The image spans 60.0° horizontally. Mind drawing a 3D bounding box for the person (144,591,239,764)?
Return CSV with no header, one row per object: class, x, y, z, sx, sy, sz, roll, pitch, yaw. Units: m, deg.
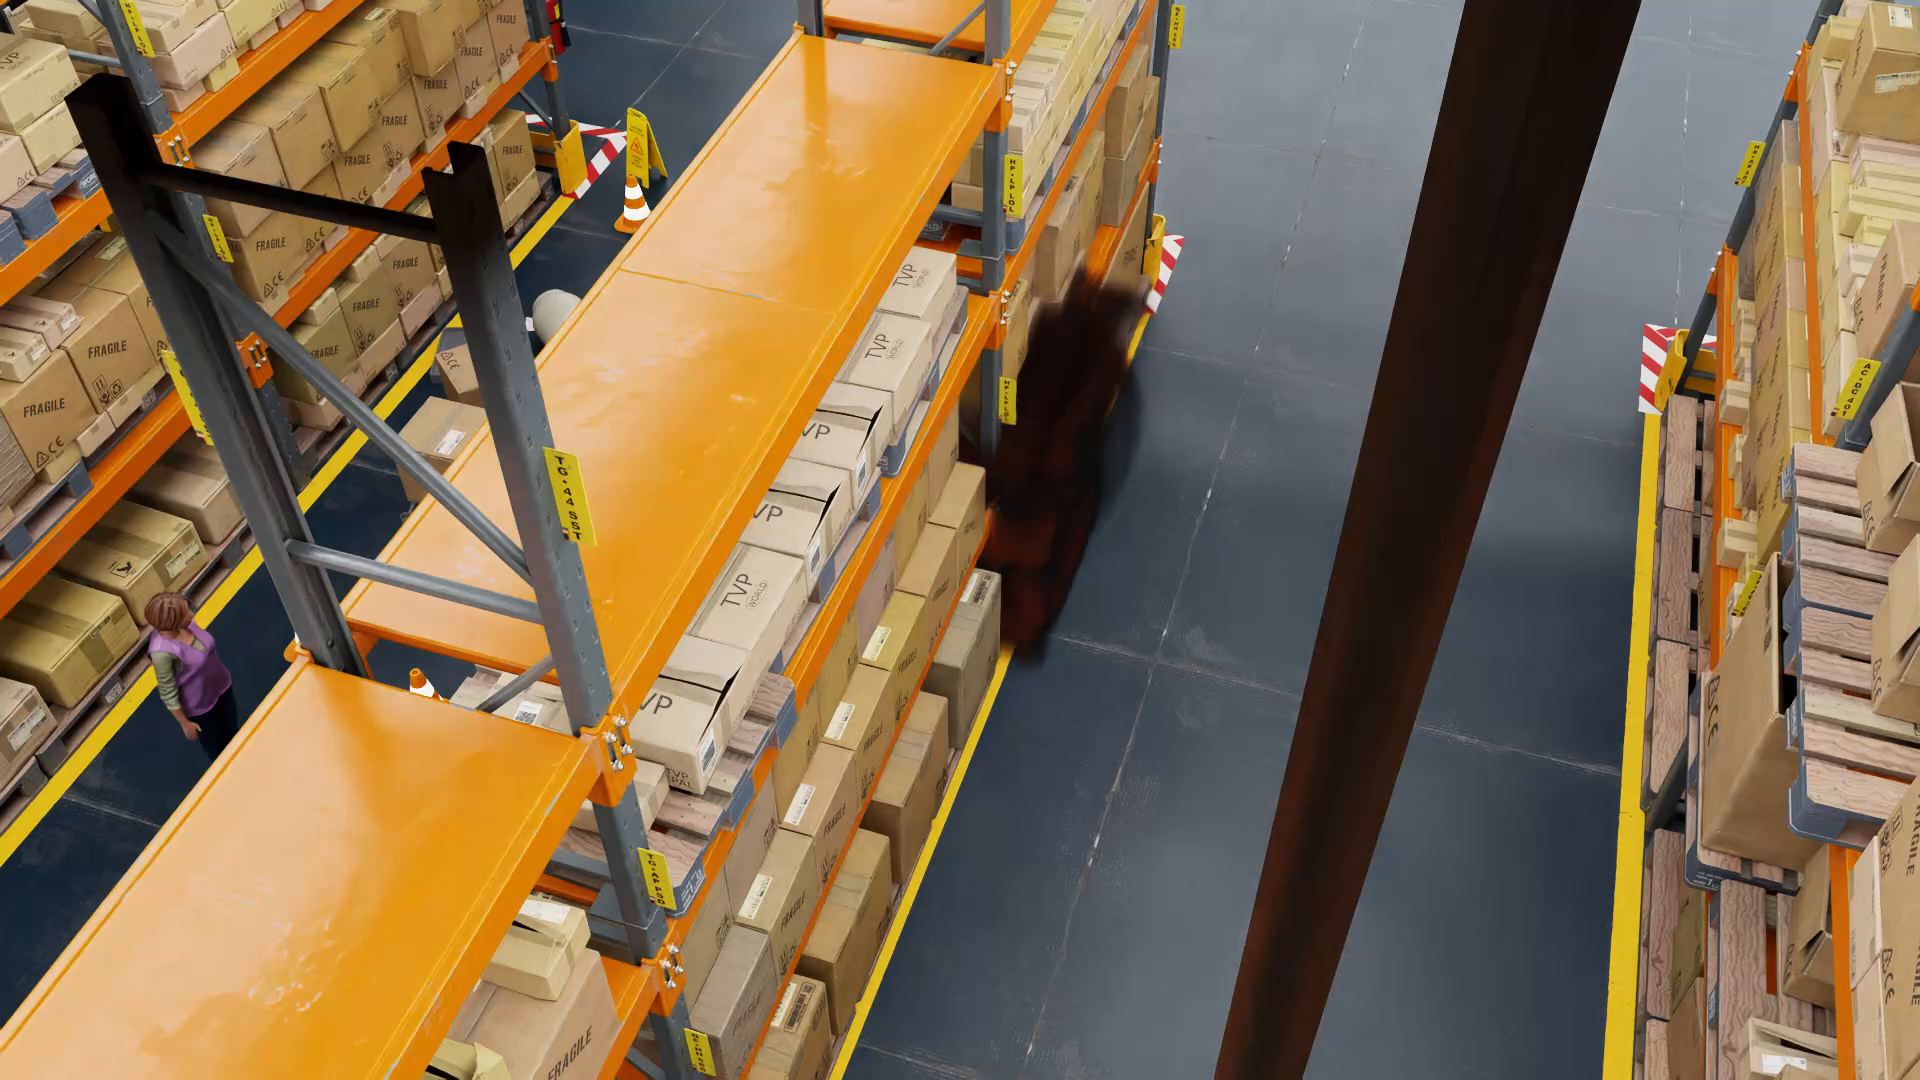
person,-4.197,0.871,9.164,0.345,1.599,0.434,15,47,14
